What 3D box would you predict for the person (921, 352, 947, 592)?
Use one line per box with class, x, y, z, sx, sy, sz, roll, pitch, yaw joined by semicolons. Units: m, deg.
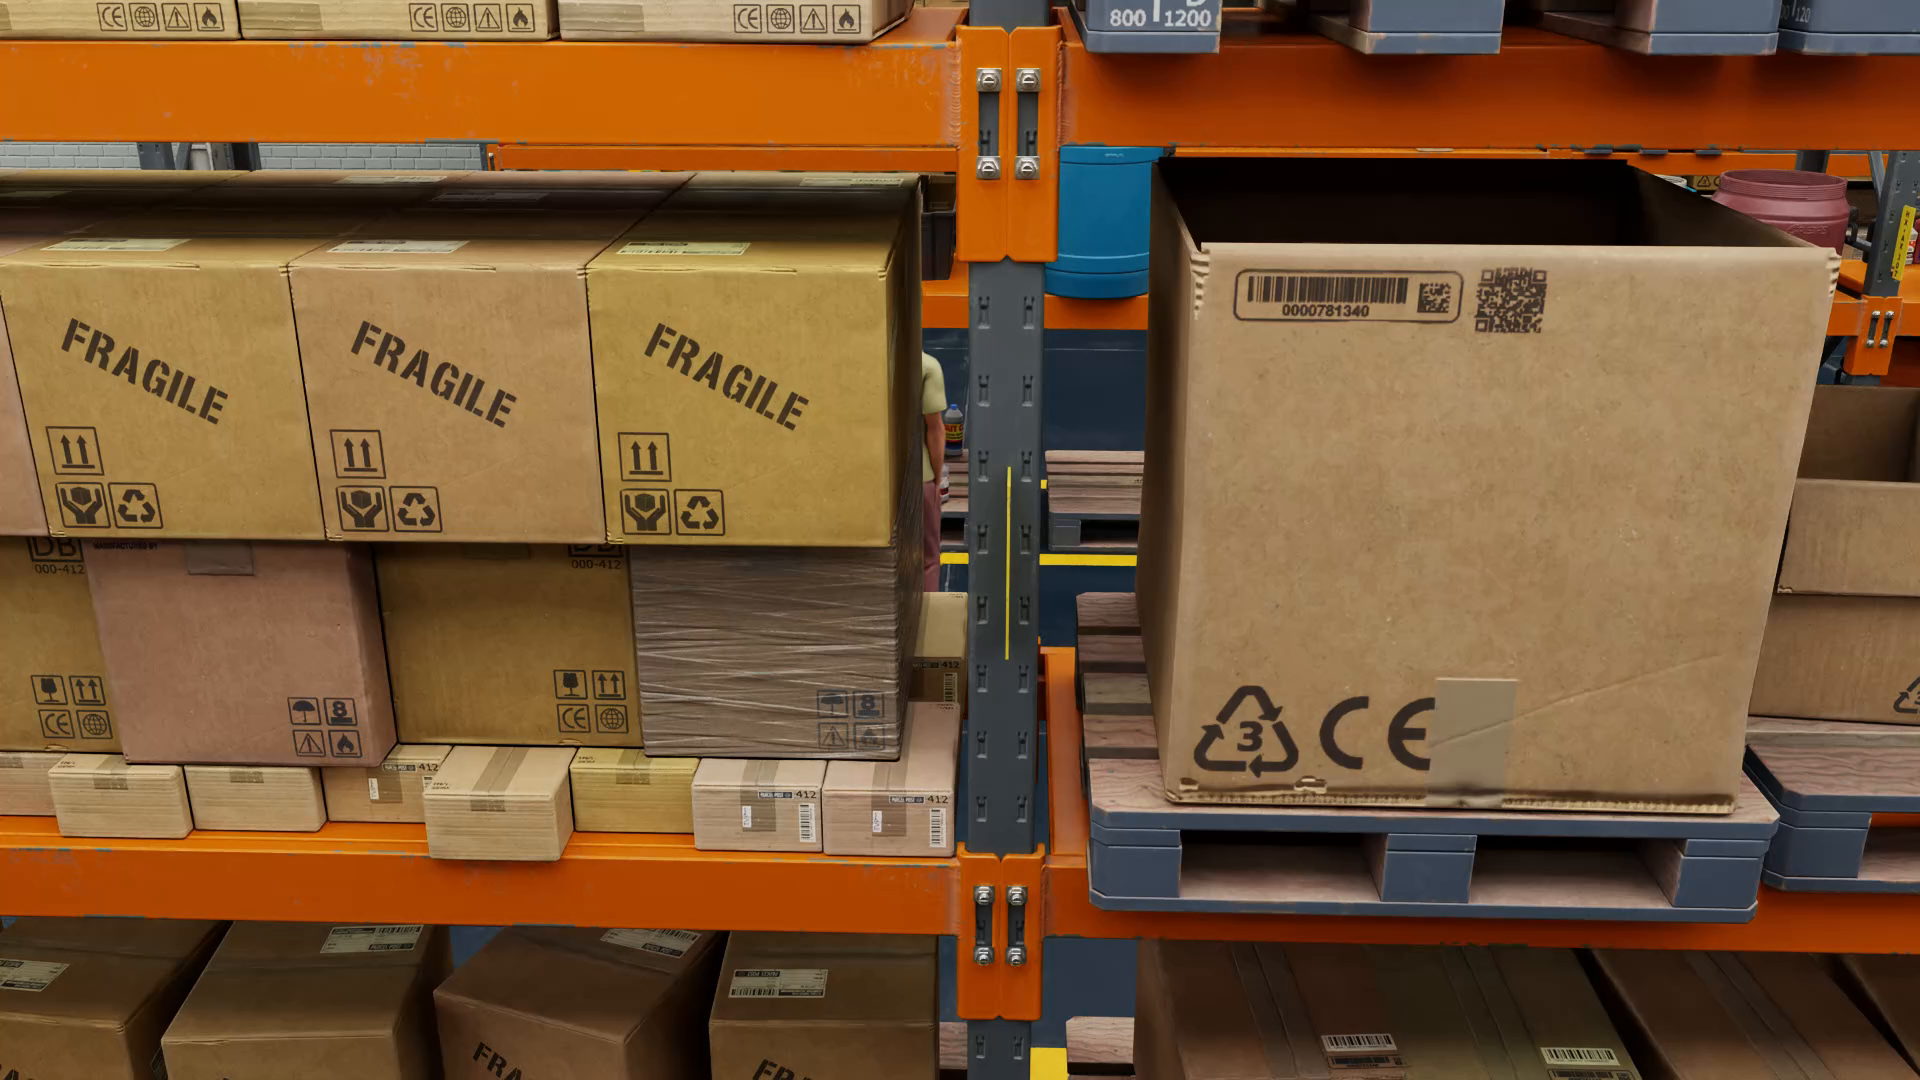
person;-0.269;-0.205;6.690;0.443;1.709;0.401;1;21;3
